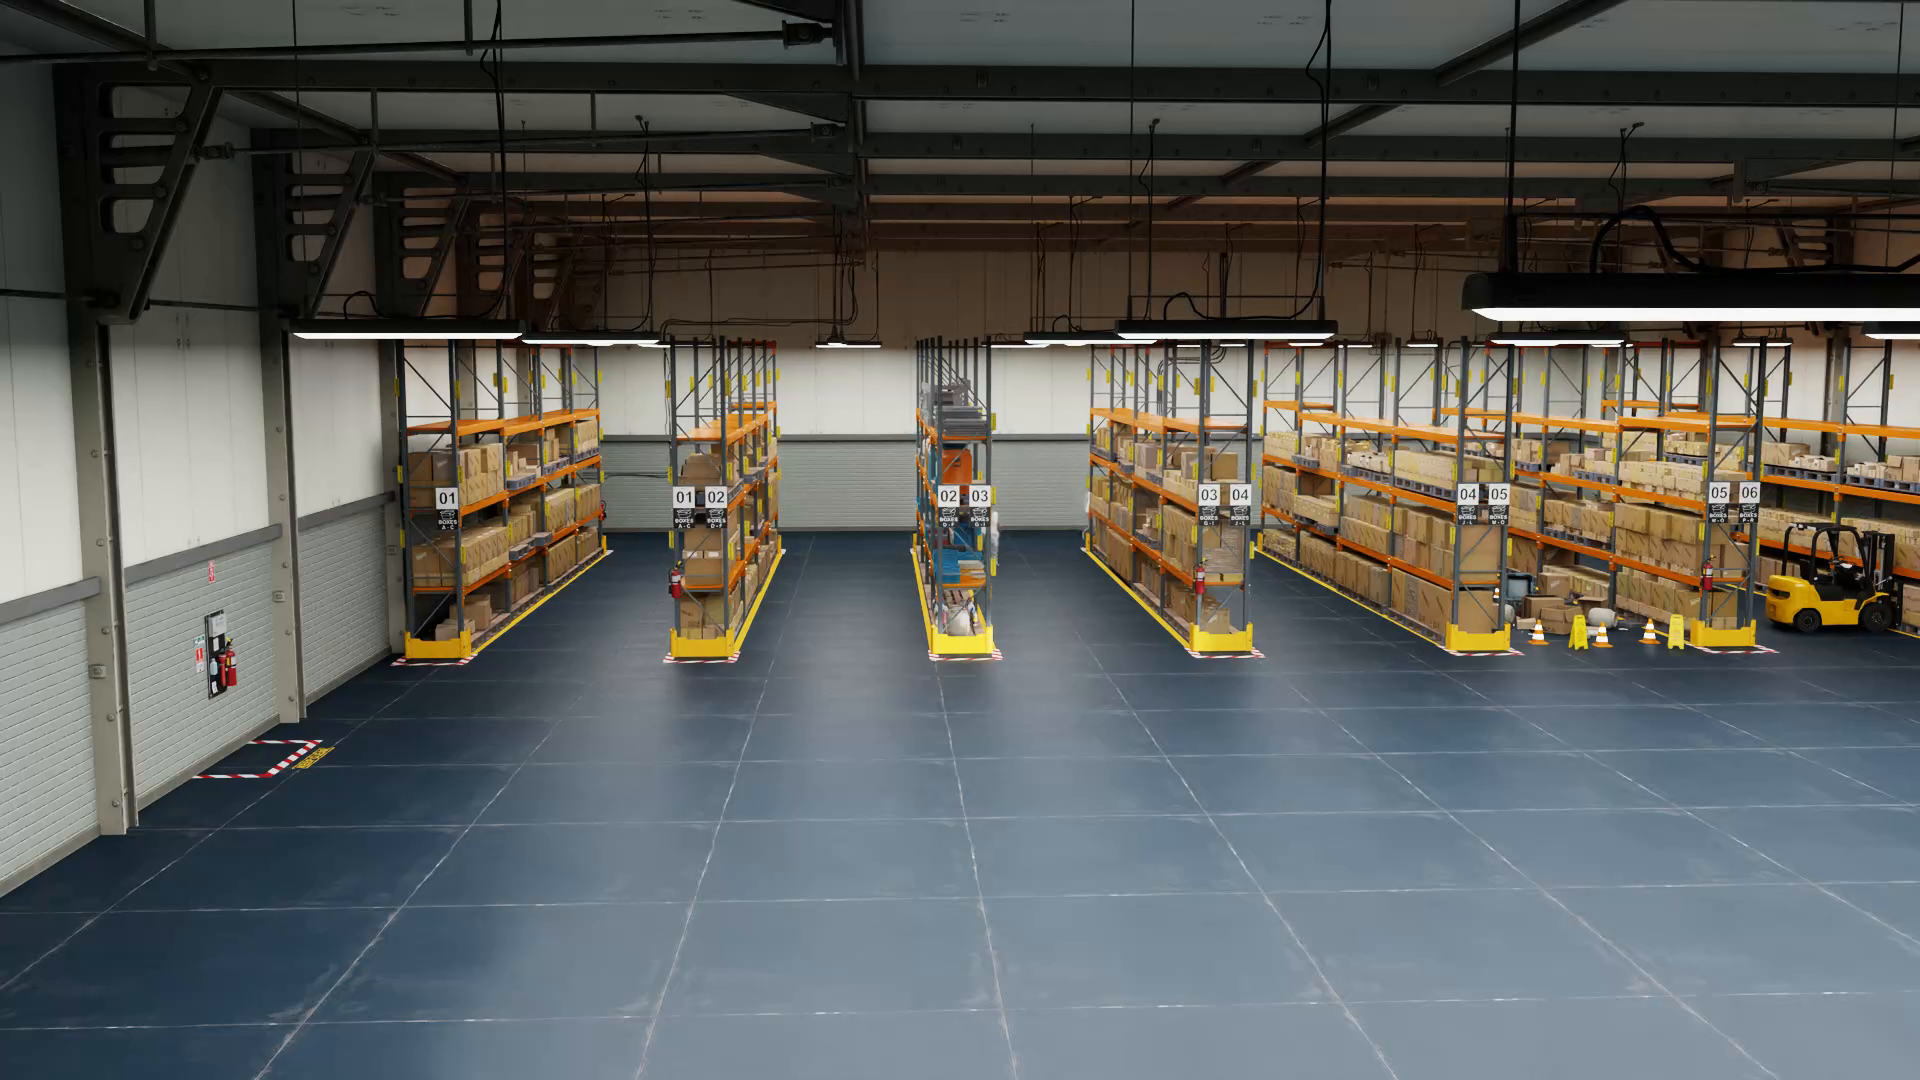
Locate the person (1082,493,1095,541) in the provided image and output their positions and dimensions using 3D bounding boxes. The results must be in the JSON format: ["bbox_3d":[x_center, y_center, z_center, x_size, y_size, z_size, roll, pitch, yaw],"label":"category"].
[{"bbox_3d":[3.962,-0.831,49.795,0.510,1.768,0.529,5,8,38],"label":"person"}]

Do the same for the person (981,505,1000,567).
[{"bbox_3d":[0.796,-0.165,44.305,0.660,1.747,1.012,-2,7,-16],"label":"person"}]
